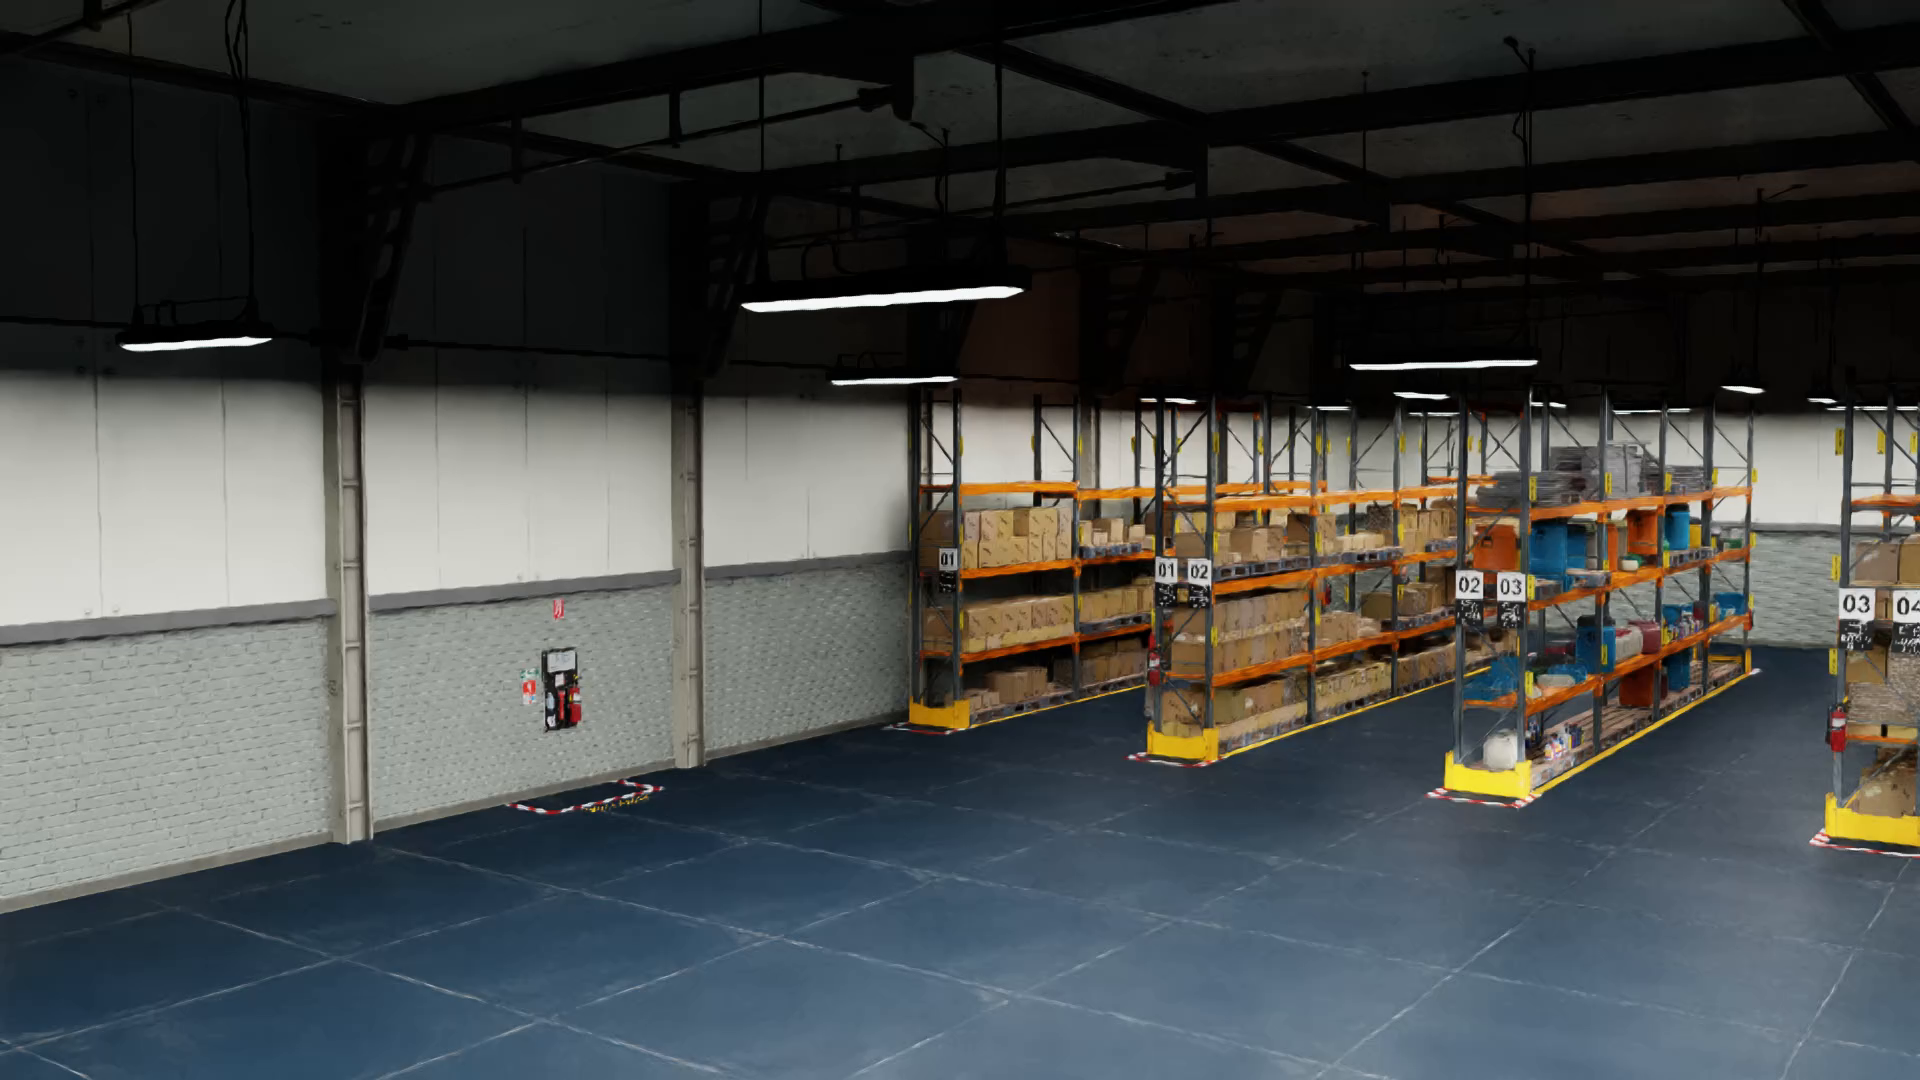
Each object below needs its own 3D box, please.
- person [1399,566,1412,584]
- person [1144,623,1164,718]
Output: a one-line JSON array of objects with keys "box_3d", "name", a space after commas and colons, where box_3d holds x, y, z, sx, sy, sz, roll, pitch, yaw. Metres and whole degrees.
[{"box_3d": [11.975, 1.559, 45.333, 0.689, 1.711, 0.509, 0, 3, -5], "name": "person"}, {"box_3d": [3.631, 2.374, 30.685, 0.474, 1.739, 0.628, 0, 3, 6], "name": "person"}]
